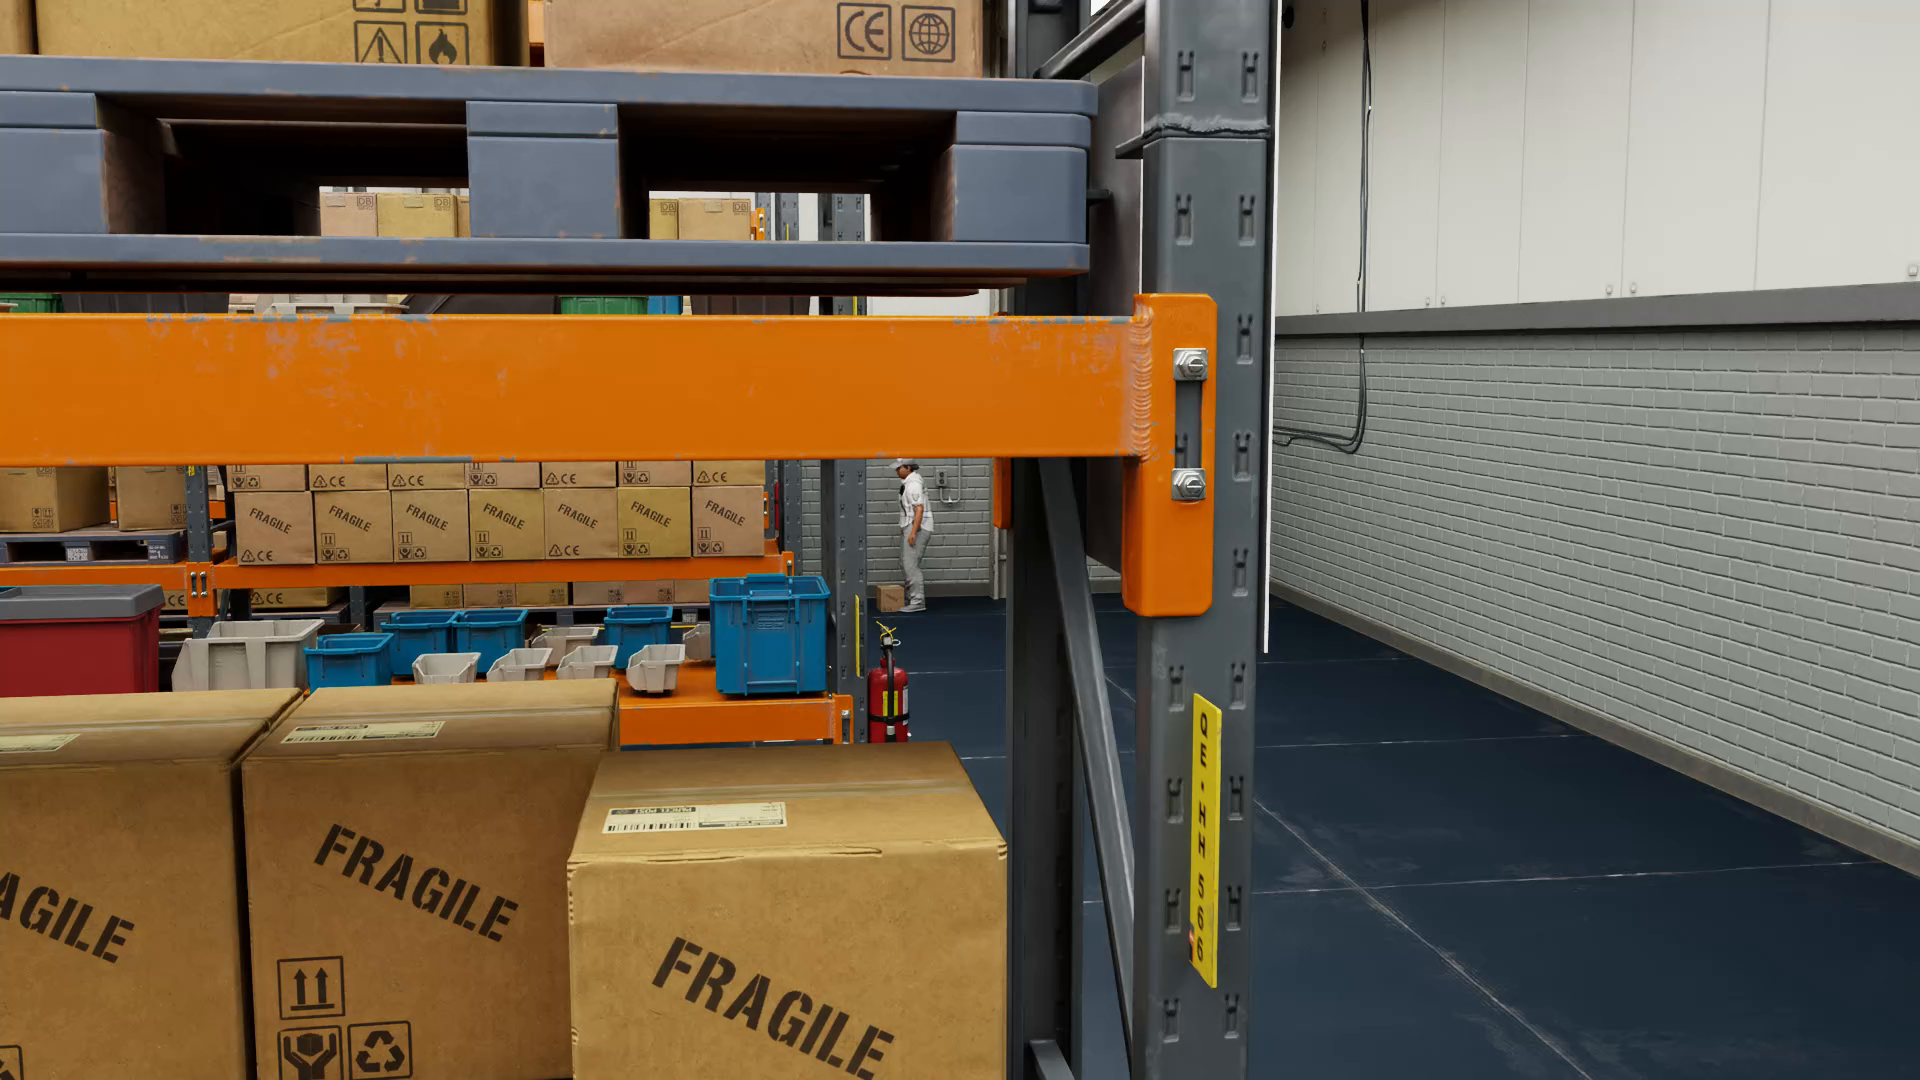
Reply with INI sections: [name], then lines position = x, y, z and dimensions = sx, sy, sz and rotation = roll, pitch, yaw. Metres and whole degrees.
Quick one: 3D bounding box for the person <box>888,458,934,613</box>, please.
[person]
position = -0.524, -0.086, 17.560
dimensions = 0.472, 1.666, 0.553
rotation = -1, 7, -10
